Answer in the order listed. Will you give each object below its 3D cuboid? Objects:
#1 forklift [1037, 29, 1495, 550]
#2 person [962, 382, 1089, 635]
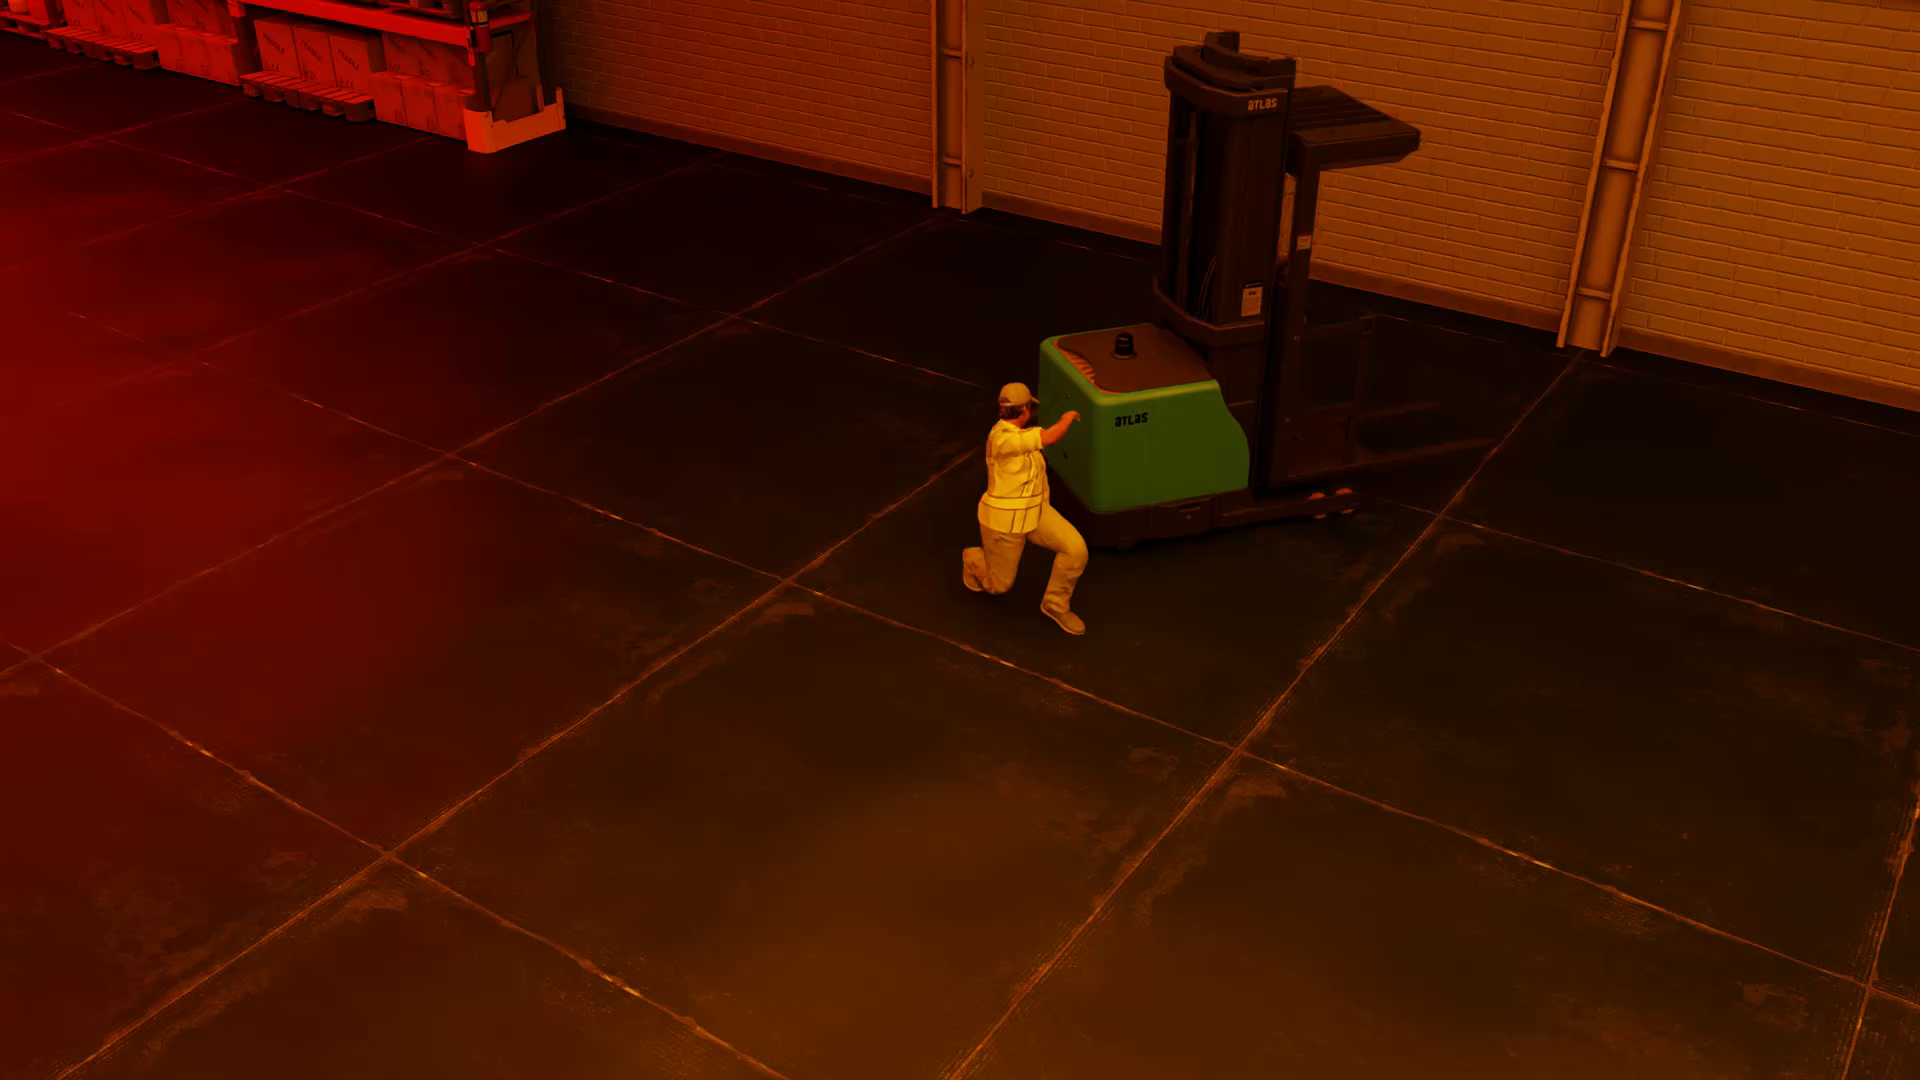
[{"bbox_3d":[2.065,-1.645,10.414,3.031,2.935,1.130,-10,32,-17],"label":"forklift"},{"bbox_3d":[0.449,-0.268,9.604,0.950,1.387,0.852,21,36,32],"label":"person"}]
